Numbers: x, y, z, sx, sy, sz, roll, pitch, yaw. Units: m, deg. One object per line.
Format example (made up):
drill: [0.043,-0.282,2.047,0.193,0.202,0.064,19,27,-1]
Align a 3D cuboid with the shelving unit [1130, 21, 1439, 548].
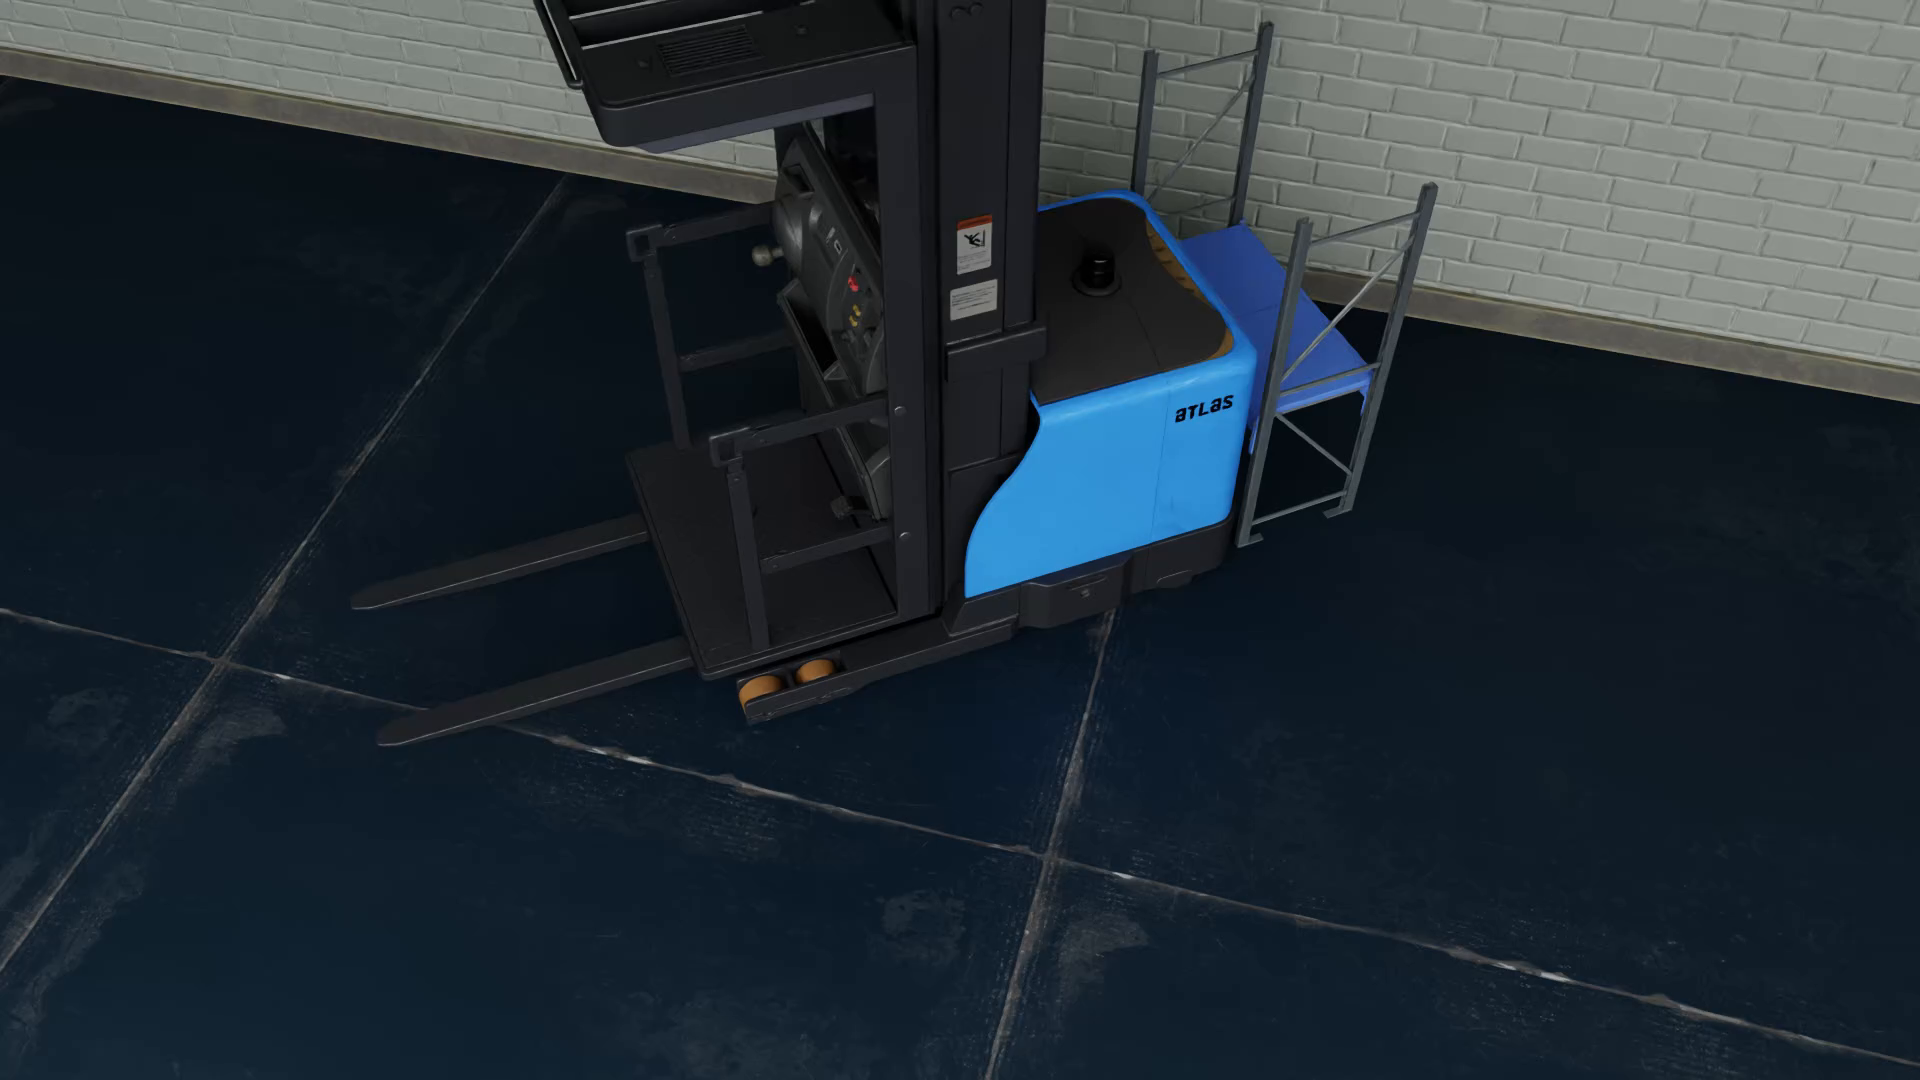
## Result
shelving unit: [1.066,-0.900,6.042,0.538,1.500,1.048,-18,51,-15]

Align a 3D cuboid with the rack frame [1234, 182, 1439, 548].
rack frame: [1.267,-0.550,5.733,0.500,1.500,0.032,-18,51,-15]

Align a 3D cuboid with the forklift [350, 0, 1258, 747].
forklift: [-0.586,-0.800,5.001,3.031,2.935,1.130,-16,51,-14]

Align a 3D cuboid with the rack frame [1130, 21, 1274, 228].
rack frame: [0.865,-1.250,6.351,0.500,1.500,0.032,-18,51,-15]

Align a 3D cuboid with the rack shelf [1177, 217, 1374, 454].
rack shelf: [1.065,-0.780,6.176,0.538,0.185,1.000,-18,51,-15]
